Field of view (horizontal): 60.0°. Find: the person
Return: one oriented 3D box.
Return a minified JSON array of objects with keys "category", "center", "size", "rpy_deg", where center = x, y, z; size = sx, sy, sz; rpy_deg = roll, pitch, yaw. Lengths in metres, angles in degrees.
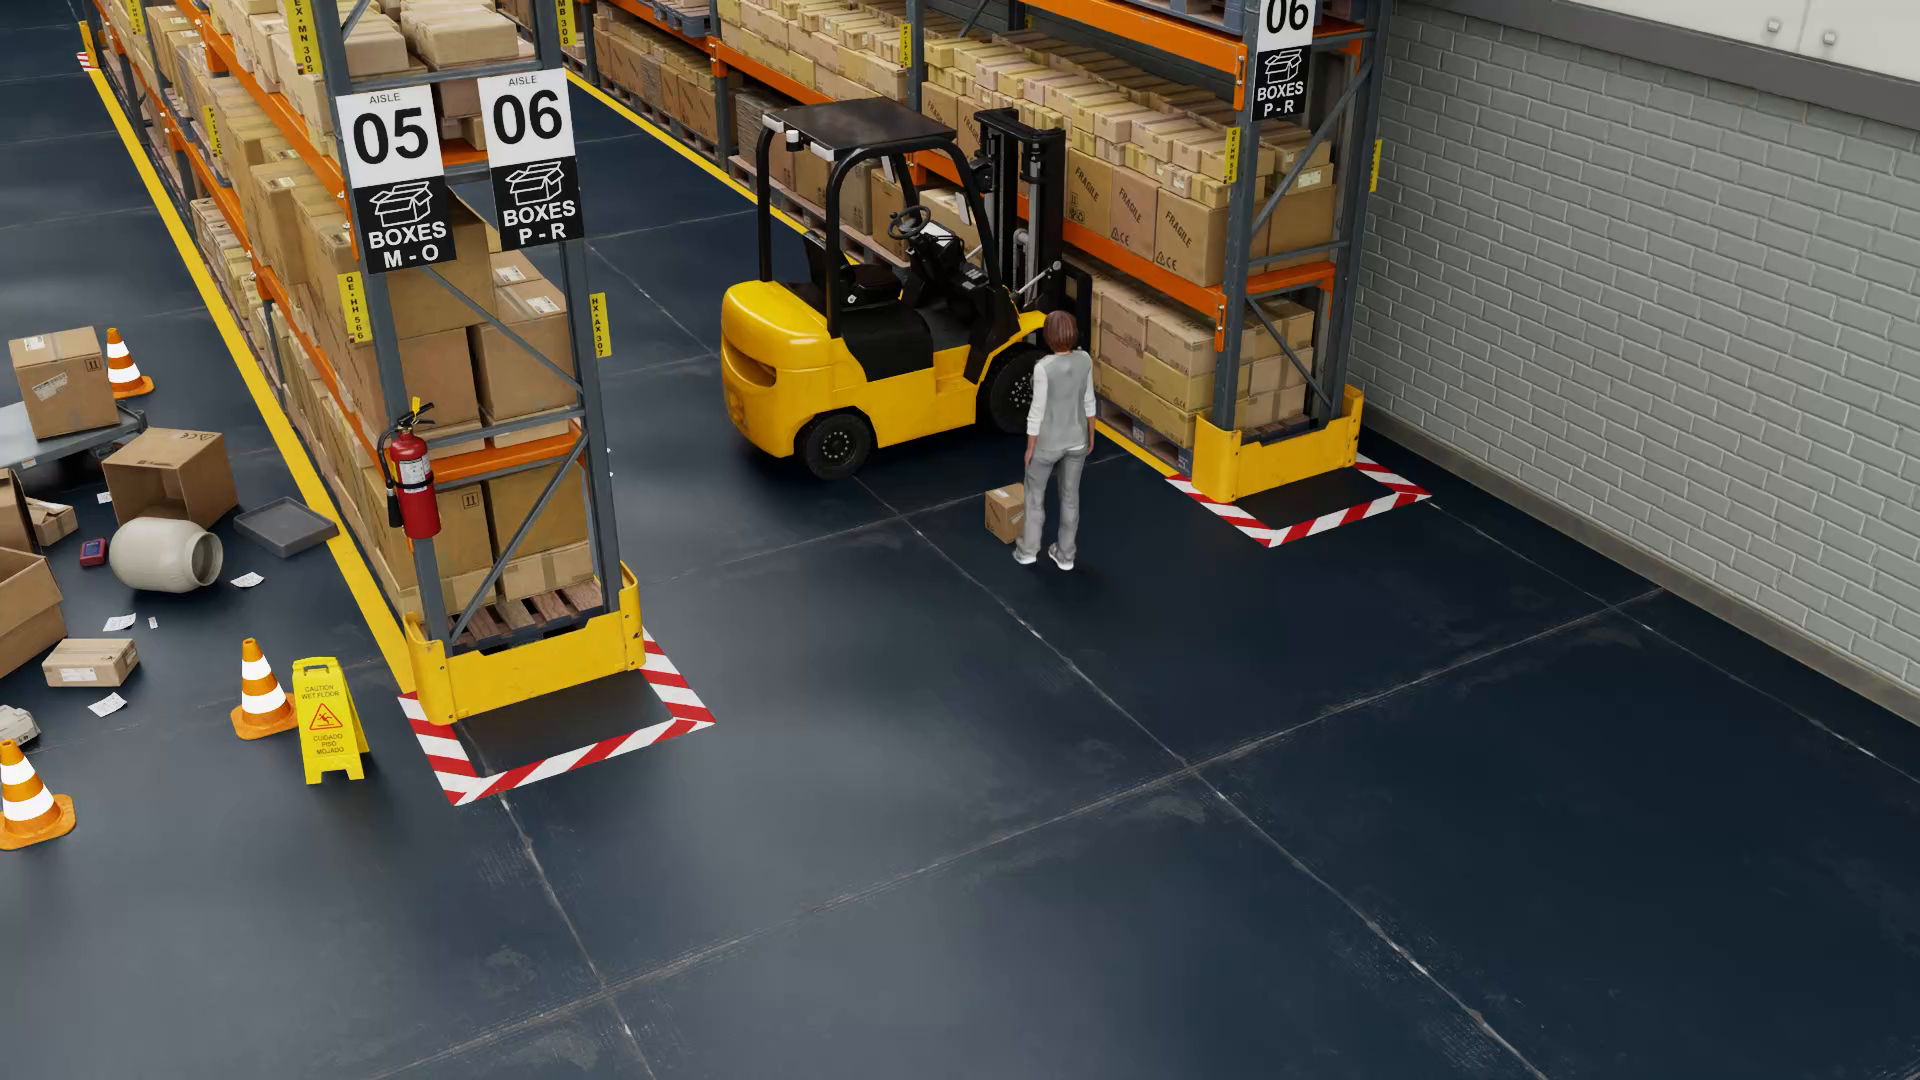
[{"category":"person","center":[0.549,-0.560,9.583],"size":[0.442,1.643,0.422],"rpy_deg":[-12,31,-20]}]
